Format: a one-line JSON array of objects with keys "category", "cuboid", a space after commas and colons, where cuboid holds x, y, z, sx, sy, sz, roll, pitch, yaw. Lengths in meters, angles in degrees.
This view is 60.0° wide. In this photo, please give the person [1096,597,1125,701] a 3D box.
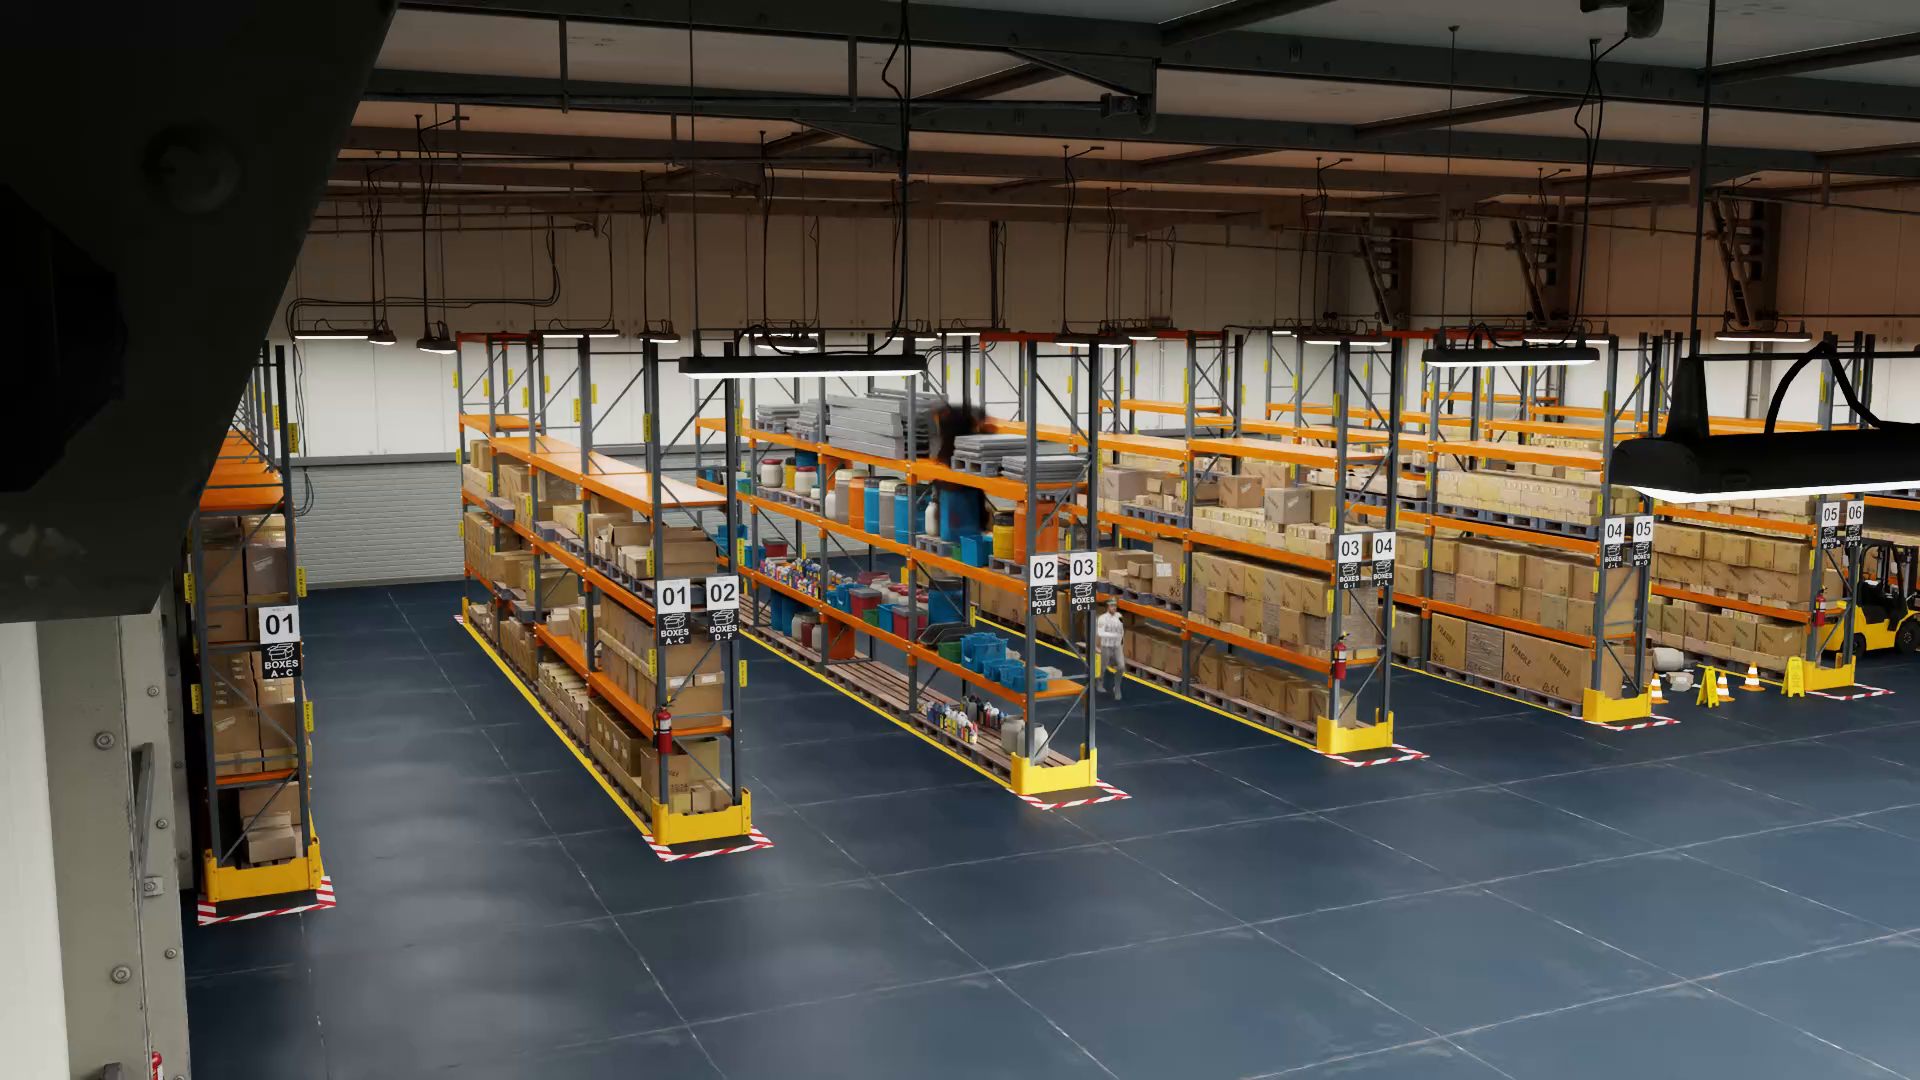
[{"category": "person", "cuboid": [2.512, 1.791, 27.563, 0.588, 1.739, 0.810, -3, 8, -20]}]
